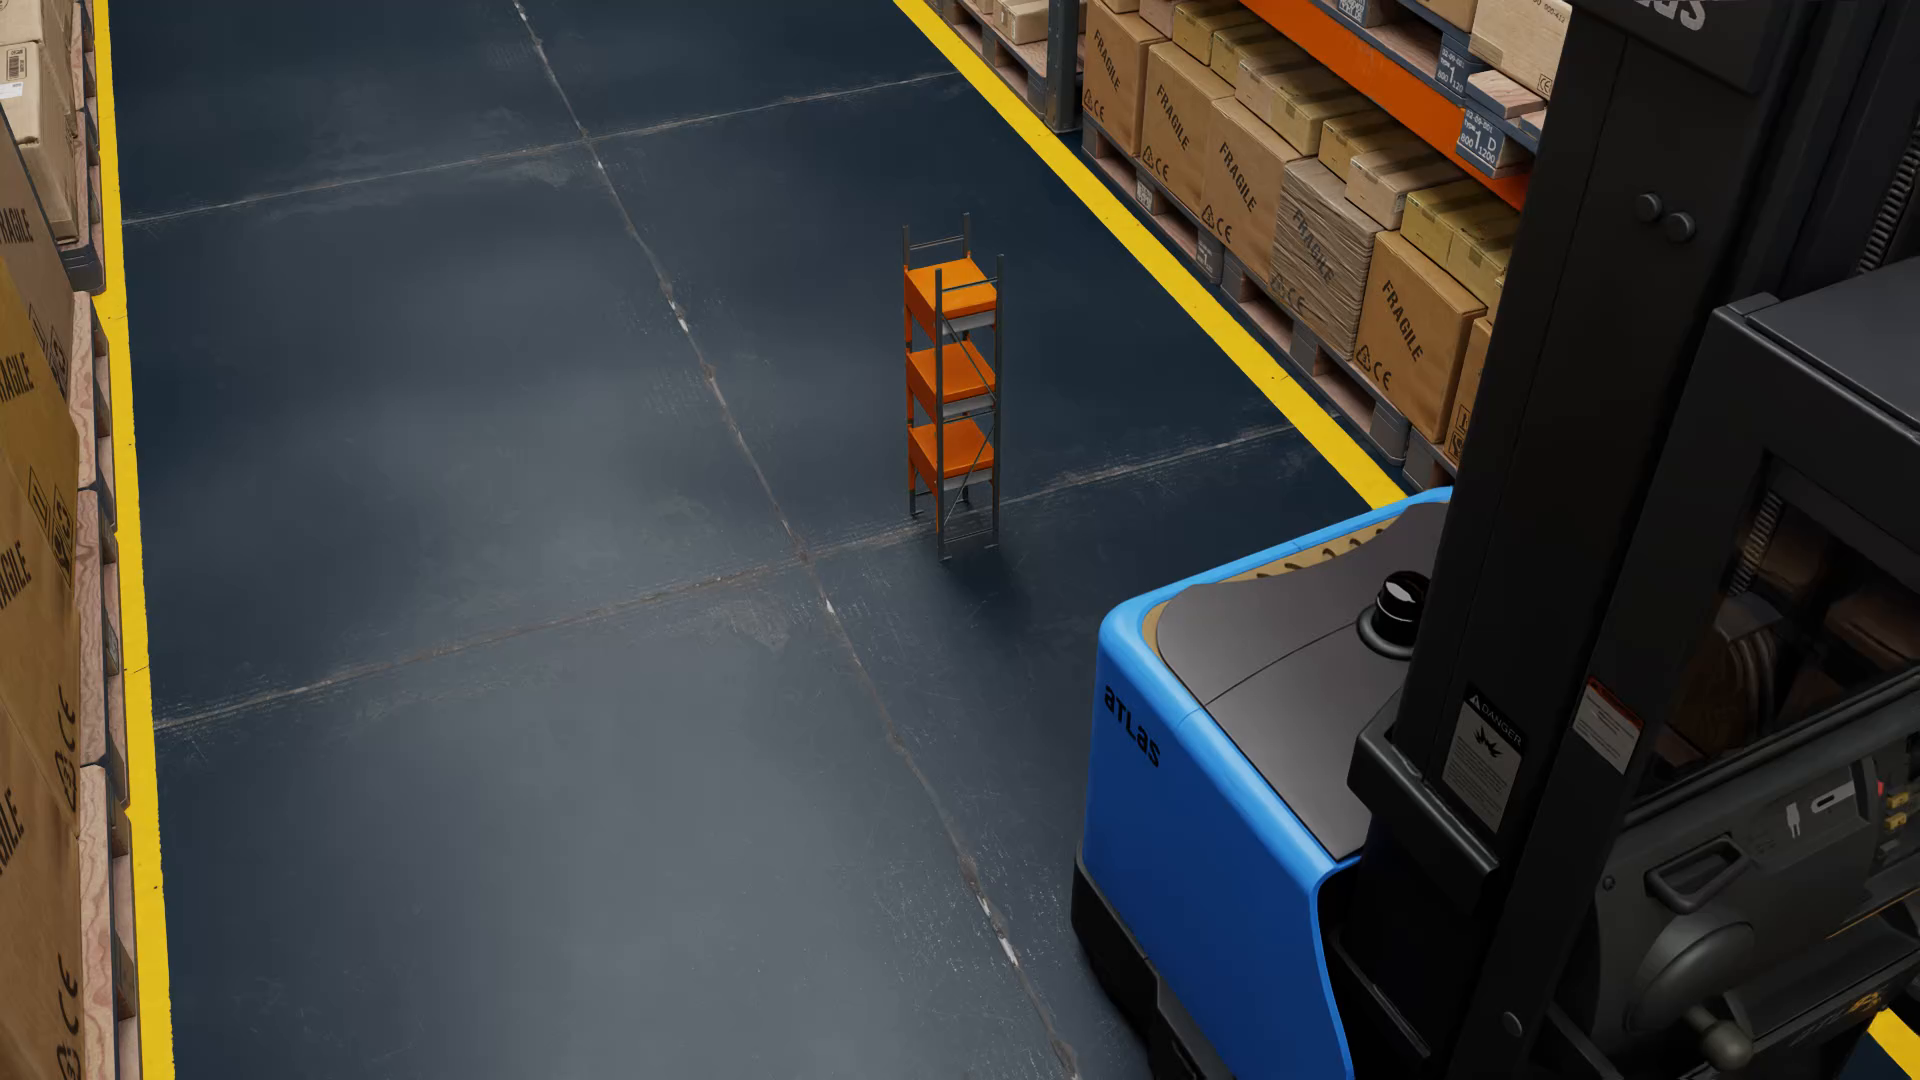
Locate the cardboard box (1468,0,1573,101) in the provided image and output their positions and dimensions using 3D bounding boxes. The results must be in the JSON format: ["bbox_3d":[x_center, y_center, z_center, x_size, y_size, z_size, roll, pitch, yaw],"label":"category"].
[{"bbox_3d":[1.687,-1.324,4.282,0.500,0.250,0.500,-17,44,-19],"label":"cardboard box"}]

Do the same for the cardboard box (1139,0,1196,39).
[{"bbox_3d":[0.928,-2.103,6.493,0.380,0.149,0.250,-16,43,-18],"label":"cardboard box"}]

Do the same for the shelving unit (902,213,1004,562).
[{"bbox_3d":[-0.020,-0.430,4.945,0.215,1.050,0.252,-15,43,-17],"label":"shelving unit"}]

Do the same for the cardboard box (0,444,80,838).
[{"bbox_3d":[-2.720,0.245,3.972,0.875,0.875,0.875,-15,43,-16],"label":"cardboard box"}]

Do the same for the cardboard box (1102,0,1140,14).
[{"bbox_3d":[0.751,-2.251,6.665,0.380,0.149,0.250,-13,42,-15],"label":"cardboard box"}]

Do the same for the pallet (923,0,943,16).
[{"bbox_3d":[0.127,-3.169,8.773,1.003,0.211,1.213,-15,43,-17],"label":"pallet"}]

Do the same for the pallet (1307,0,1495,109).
[{"bbox_3d":[1.641,-1.764,5.148,1.003,0.211,1.213,-15,43,-17],"label":"pallet"}]

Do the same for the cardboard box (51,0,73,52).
[{"bbox_3d":[-4.553,-2.511,7.512,0.875,0.438,0.875,-14,43,-16],"label":"cardboard box"}]

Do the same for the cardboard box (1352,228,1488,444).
[{"bbox_3d":[1.645,-0.698,5.356,0.500,0.500,0.500,-13,42,-15],"label":"cardboard box"}]

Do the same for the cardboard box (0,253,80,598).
[{"bbox_3d":[-3.061,-0.293,4.598,0.875,0.875,0.875,-14,43,-16],"label":"cardboard box"}]

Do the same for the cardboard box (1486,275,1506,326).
[{"bbox_3d":[1.774,-0.684,4.843,0.380,0.149,0.250,-16,43,-18],"label":"cardboard box"}]

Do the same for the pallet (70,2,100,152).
[{"bbox_3d":[-4.415,-1.992,7.404,1.003,0.211,1.213,-15,43,-17],"label":"pallet"}]

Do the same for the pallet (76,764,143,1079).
[{"bbox_3d":[-2.427,1.138,3.765,1.003,0.211,1.213,-15,43,-17],"label":"pallet"}]

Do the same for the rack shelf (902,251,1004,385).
[{"bbox_3d":[-0.020,-0.637,4.767,0.215,0.259,0.240,-15,43,-17],"label":"rack shelf"}]

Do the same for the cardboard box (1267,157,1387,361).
[{"bbox_3d":[1.429,-1.006,5.714,0.500,0.500,0.500,-17,43,-18],"label":"cardboard box"}]

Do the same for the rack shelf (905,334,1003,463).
[{"bbox_3d":[-0.020,-0.422,4.952,0.215,0.259,0.240,-15,43,-17],"label":"rack shelf"}]

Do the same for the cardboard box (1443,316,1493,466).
[{"bbox_3d":[1.847,-0.383,4.990,0.500,0.500,0.500,-16,43,-17],"label":"cardboard box"}]

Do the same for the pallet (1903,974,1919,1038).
[{"bbox_3d":[2.669,0.897,4.046,1.003,0.211,1.213,-15,43,-17],"label":"pallet"}]

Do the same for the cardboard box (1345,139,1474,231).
[{"bbox_3d":[1.485,-1.164,5.400,0.380,0.149,0.250,-17,44,-19],"label":"cardboard box"}]

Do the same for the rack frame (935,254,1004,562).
[{"bbox_3d":[0.026,-0.357,4.860,0.200,1.050,0.008,-15,43,-17],"label":"rack frame"}]

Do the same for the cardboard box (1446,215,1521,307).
[{"bbox_3d":[1.715,-0.855,5.041,0.380,0.149,0.250,-14,43,-16],"label":"cardboard box"}]

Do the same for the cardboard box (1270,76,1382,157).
[{"bbox_3d":[1.308,-1.480,5.768,0.380,0.149,0.250,-14,43,-15],"label":"cardboard box"}]

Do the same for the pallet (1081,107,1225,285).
[{"bbox_3d":[1.205,-1.538,6.877,1.003,0.211,1.213,-15,43,-17],"label":"pallet"}]

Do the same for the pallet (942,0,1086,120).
[{"bbox_3d":[0.597,-2.433,7.917,1.003,0.211,1.213,-15,43,-17],"label":"pallet"}]

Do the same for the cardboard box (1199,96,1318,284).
[{"bbox_3d":[1.236,-1.320,6.079,0.500,0.500,0.500,-16,43,-18],"label":"cardboard box"}]

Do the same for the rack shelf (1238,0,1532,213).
[{"bbox_3d":[1.624,-1.598,5.360,1.077,0.370,4.000,-15,43,-17],"label":"rack shelf"}]

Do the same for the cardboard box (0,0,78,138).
[{"bbox_3d":[-4.210,-1.967,6.880,0.875,0.438,0.875,-16,43,-18],"label":"cardboard box"}]

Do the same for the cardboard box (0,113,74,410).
[{"bbox_3d":[-3.414,-0.836,5.229,0.875,0.875,0.875,-14,43,-16],"label":"cardboard box"}]

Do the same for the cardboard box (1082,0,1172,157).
[{"bbox_3d":[0.836,-1.940,6.800,0.500,0.500,0.500,-13,42,-15],"label":"cardboard box"}]

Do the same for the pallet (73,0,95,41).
[{"bbox_3d":[-4.878,-2.726,8.258,1.003,0.211,1.213,-15,43,-17],"label":"pallet"}]

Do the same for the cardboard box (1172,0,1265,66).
[{"bbox_3d":[1.037,-1.952,6.316,0.380,0.149,0.250,-17,44,-19],"label":"cardboard box"}]

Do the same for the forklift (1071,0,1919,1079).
[{"bbox_3d":[1.394,0.557,2.354,1.130,2.935,3.031,-19,44,-20],"label":"forklift"}]

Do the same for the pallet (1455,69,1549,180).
[{"bbox_3d":[2.066,-0.984,4.241,1.213,0.211,1.003,-15,43,-17],"label":"pallet"}]

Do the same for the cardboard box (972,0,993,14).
[{"bbox_3d":[0.238,-2.676,7.836,0.396,0.266,0.258,-14,43,-15],"label":"cardboard box"}]

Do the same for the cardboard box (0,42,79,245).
[{"bbox_3d":[-3.866,-1.428,6.253,0.875,0.438,0.875,-16,43,-17],"label":"cardboard box"}]

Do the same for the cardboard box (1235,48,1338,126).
[{"bbox_3d":[1.215,-1.630,5.943,0.380,0.149,0.250,-15,43,-17],"label":"cardboard box"}]

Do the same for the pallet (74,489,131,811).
[{"bbox_3d":[-2.890,0.404,4.618,1.003,0.211,1.213,-15,43,-17],"label":"pallet"}]

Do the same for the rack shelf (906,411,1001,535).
[{"bbox_3d":[-0.020,-0.212,5.133,0.215,0.259,0.240,-15,43,-17],"label":"rack shelf"}]

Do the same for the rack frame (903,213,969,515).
[{"bbox_3d":[-0.067,-0.504,5.031,0.200,1.050,0.008,-15,43,-17],"label":"rack frame"}]

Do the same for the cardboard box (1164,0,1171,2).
[{"bbox_3d":[0.894,-2.219,6.399,0.380,0.149,0.250,-17,44,-19],"label":"cardboard box"}]

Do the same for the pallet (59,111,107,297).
[{"bbox_3d":[-3.944,-1.256,6.548,1.003,0.211,1.213,-15,43,-17],"label":"pallet"}]

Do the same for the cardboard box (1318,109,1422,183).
[{"bbox_3d":[1.438,-1.325,5.587,0.380,0.149,0.250,-15,43,-17],"label":"cardboard box"}]

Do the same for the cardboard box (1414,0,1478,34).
[{"bbox_3d":[1.594,-1.802,4.644,0.797,0.503,0.637,-16,43,-18],"label":"cardboard box"}]

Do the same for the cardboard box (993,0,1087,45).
[{"bbox_3d":[0.375,-2.417,7.624,0.380,0.149,0.250,-16,43,-18],"label":"cardboard box"}]

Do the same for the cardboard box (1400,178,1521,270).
[{"bbox_3d":[1.619,-1.005,5.216,0.380,0.149,0.250,-16,43,-17],"label":"cardboard box"}]

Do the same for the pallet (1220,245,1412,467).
[{"bbox_3d":[1.676,-0.802,6.021,1.003,0.211,1.213,-15,43,-17],"label":"pallet"}]

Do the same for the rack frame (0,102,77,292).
[{"bbox_3d":[-3.725,-1.835,5.084,1.000,3.000,0.127,-15,43,-17],"label":"rack frame"}]

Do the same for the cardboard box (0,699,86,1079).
[{"bbox_3d":[-2.382,0.784,3.346,0.875,0.875,0.875,-15,43,-17],"label":"cardboard box"}]

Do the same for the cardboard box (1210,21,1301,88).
[{"bbox_3d":[1.154,-1.790,6.128,0.380,0.149,0.250,-16,43,-18],"label":"cardboard box"}]

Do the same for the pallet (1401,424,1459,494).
[{"bbox_3d":[2.139,-0.068,5.168,1.003,0.211,1.213,-15,43,-17],"label":"pallet"}]

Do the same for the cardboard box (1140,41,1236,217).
[{"bbox_3d":[1.049,-1.622,6.430,0.500,0.500,0.500,-16,43,-17],"label":"cardboard box"}]

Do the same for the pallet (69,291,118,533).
[{"bbox_3d":[-3.360,-0.332,5.474,1.003,0.211,1.213,-15,43,-17],"label":"pallet"}]

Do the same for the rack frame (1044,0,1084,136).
[{"bbox_3d":[0.859,-3.076,6.526,1.000,3.000,0.127,-15,43,-17],"label":"rack frame"}]
